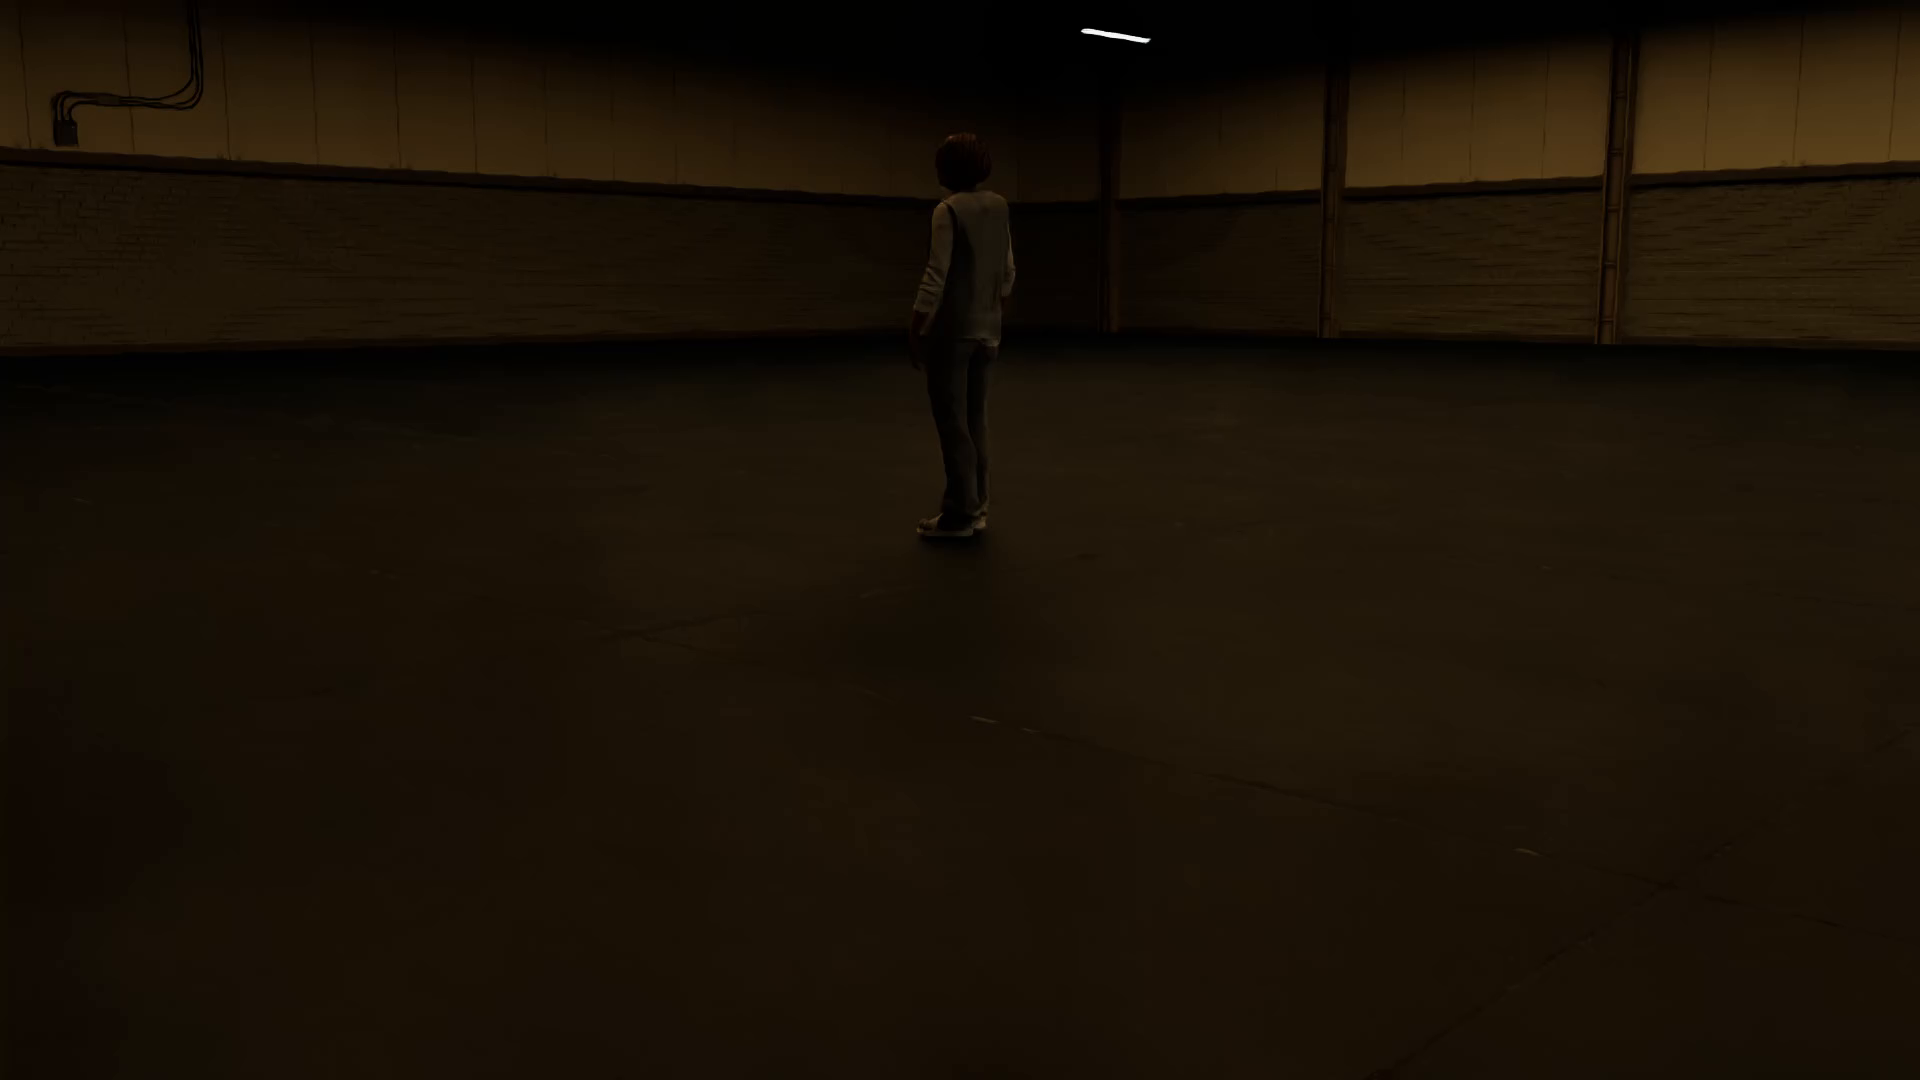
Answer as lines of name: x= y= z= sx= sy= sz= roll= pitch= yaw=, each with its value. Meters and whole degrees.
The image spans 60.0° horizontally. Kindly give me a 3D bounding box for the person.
person: x=-0.044 y=-0.806 z=6.658 sx=0.474 sy=1.597 sz=0.521 roll=8 pitch=12 yaw=43
